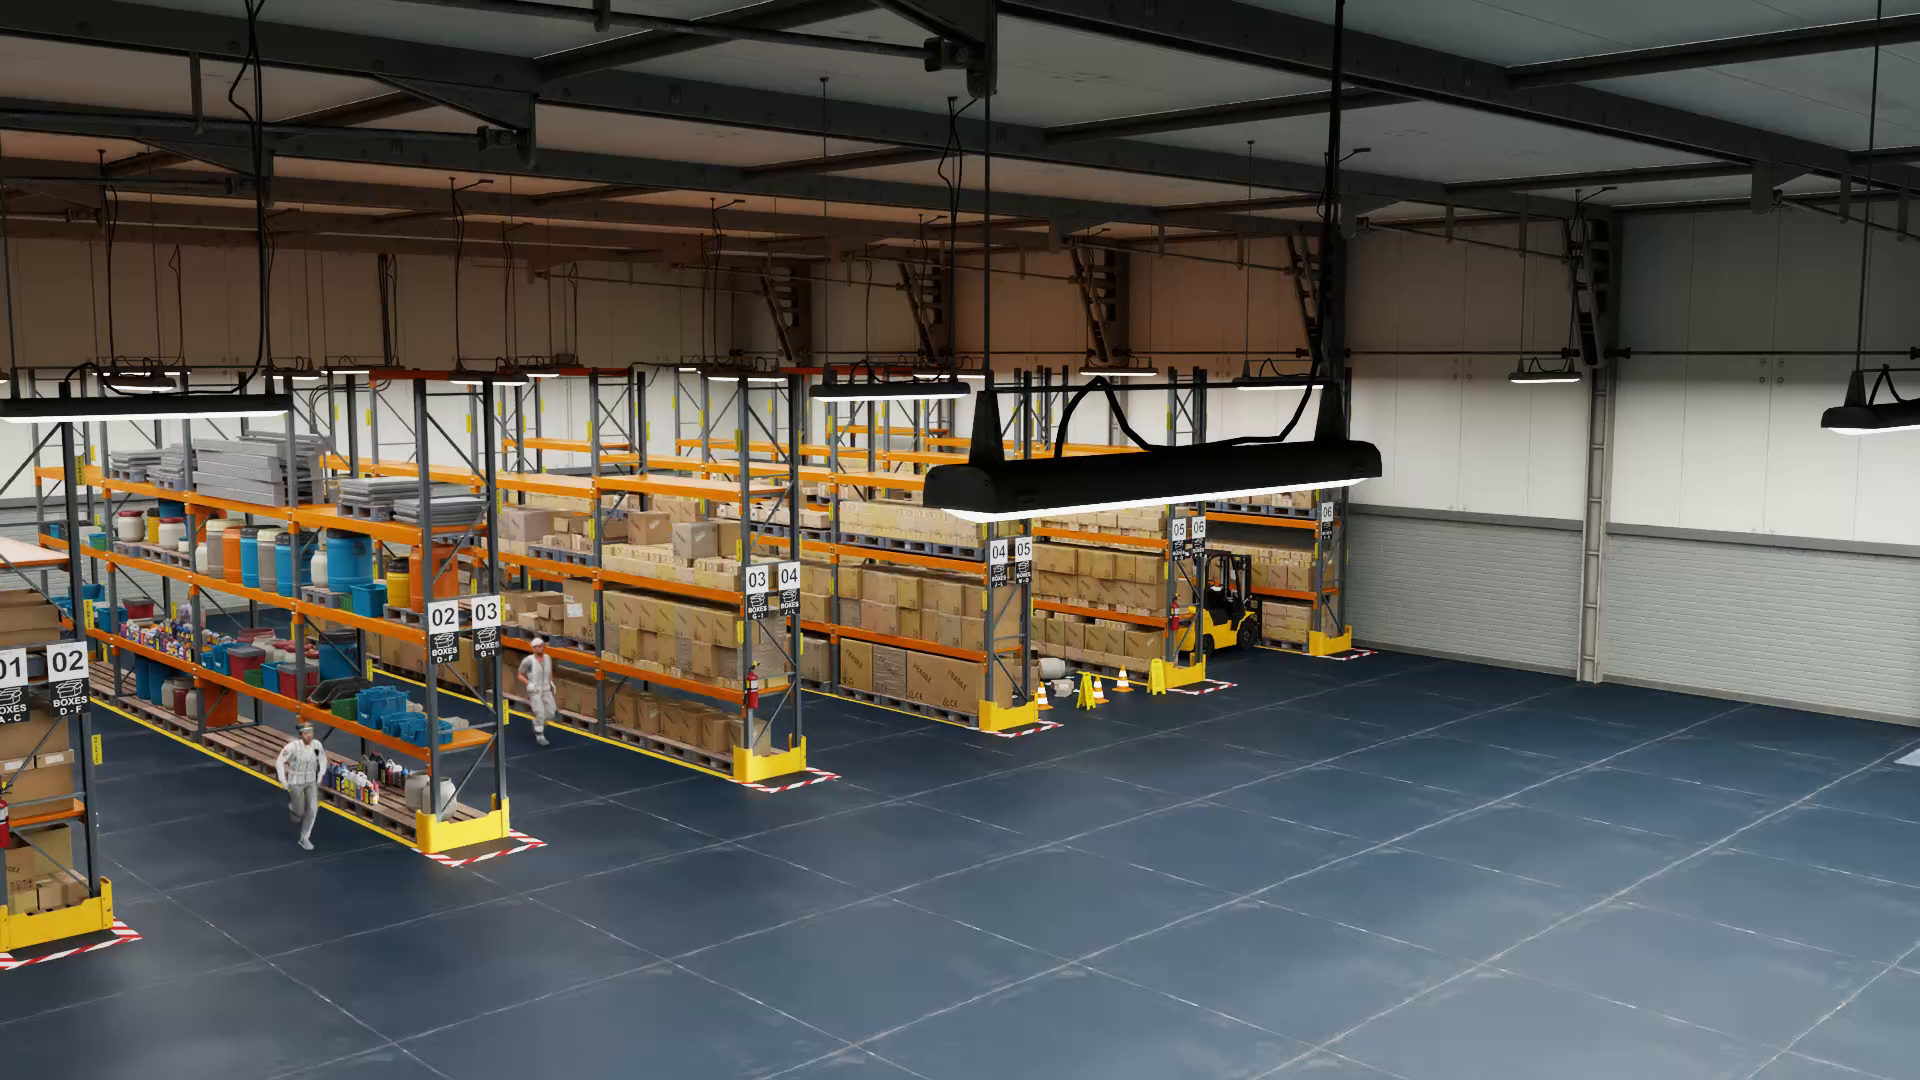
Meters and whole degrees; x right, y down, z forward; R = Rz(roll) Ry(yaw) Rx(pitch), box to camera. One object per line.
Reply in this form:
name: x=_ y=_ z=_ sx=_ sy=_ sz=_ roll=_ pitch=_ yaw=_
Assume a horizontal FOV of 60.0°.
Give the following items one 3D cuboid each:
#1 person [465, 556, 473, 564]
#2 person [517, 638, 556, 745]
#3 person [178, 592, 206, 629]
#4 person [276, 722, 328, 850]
person: x=-11.563 y=1.073 z=39.543 sx=0.598 sy=1.716 sz=0.771 roll=1 pitch=7 yaw=12
person: x=-6.822 y=2.437 z=26.840 sx=0.597 sy=1.745 sz=0.663 roll=6 pitch=9 yaw=45
person: x=-15.204 y=1.809 z=33.054 sx=0.540 sy=1.615 sz=0.609 roll=5 pitch=8 yaw=38
person: x=-8.488 y=3.125 z=21.442 sx=0.641 sy=1.662 sz=0.695 roll=-5 pitch=8 yaw=-39
